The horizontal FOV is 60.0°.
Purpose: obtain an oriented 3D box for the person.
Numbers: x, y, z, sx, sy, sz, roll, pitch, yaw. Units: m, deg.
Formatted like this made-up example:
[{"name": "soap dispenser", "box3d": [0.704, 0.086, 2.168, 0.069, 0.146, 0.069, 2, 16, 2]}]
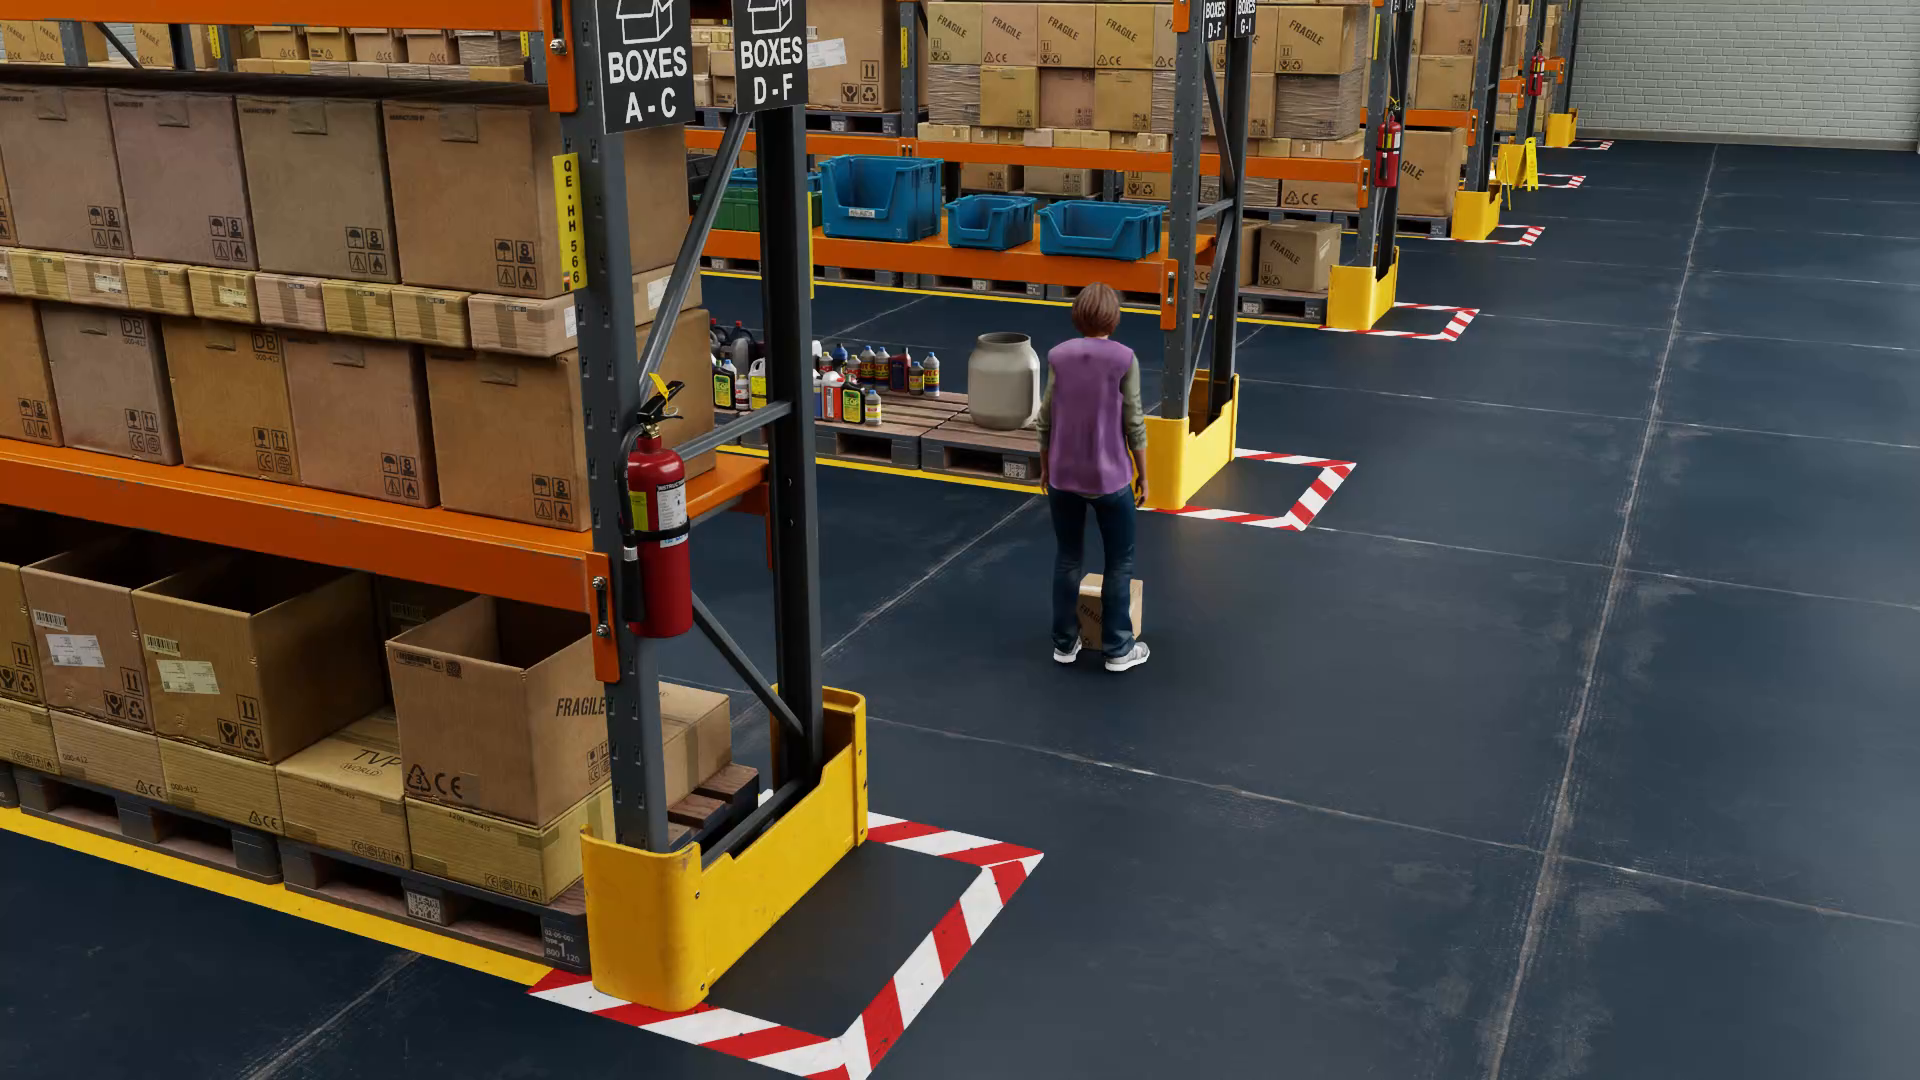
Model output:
[{"name": "person", "box3d": [0.541, -0.244, 6.778, 0.473, 1.593, 0.349, 8, 21, 22]}]
